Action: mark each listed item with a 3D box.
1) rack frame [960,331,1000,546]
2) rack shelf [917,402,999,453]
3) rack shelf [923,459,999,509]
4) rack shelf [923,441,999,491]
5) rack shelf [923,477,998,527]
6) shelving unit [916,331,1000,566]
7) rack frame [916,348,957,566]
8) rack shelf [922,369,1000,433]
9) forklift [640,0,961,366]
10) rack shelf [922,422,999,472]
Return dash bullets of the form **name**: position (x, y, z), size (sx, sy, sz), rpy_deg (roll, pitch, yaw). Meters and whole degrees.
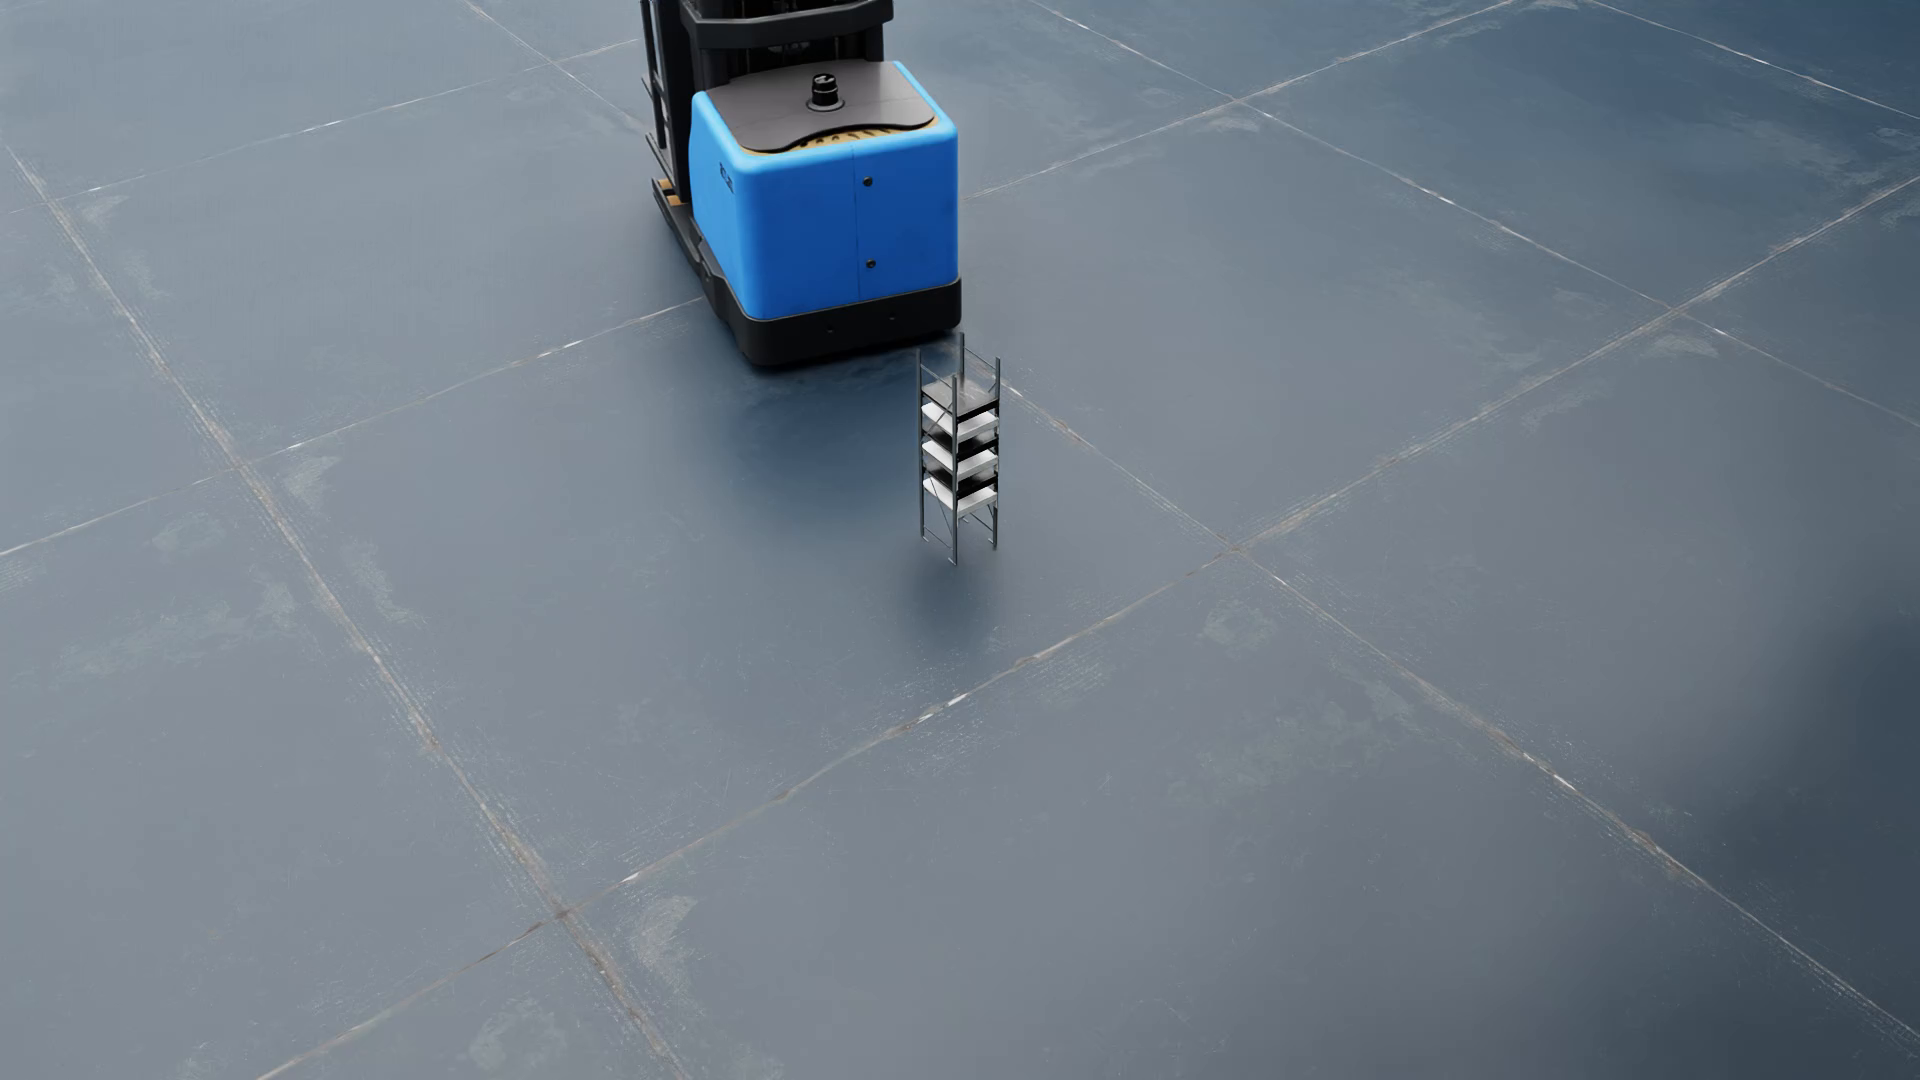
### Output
- **rack frame**: position (0.074, -0.384, 6.509), size (0.006, 0.900, 0.240), rpy_deg (-26, 46, -28)
- **rack shelf**: position (-0.006, -0.458, 6.368), size (0.200, 0.077, 0.258), rpy_deg (-26, 46, -28)
- **rack shelf**: position (-0.006, -0.249, 6.539), size (0.200, 0.077, 0.258), rpy_deg (-26, 46, -28)
- **rack shelf**: position (-0.006, -0.319, 6.482), size (0.200, 0.077, 0.258), rpy_deg (-26, 46, -28)
- **rack shelf**: position (-0.006, -0.180, 6.596), size (0.200, 0.077, 0.258), rpy_deg (-26, 46, -28)
- **shelving unit**: position (-0.006, -0.345, 6.461), size (0.210, 0.900, 0.258), rpy_deg (-26, 46, -28)
- **rack frame**: position (-0.087, -0.305, 6.413), size (0.006, 0.900, 0.240), rpy_deg (-26, 46, -28)
- **rack shelf**: position (-0.006, -0.528, 6.311), size (0.200, 0.077, 0.258), rpy_deg (-26, 46, -28)
- **forklift**: position (-0.998, -2.870, 7.937), size (1.130, 2.935, 3.031), rpy_deg (-14, 41, -16)
- **rack shelf**: position (-0.006, -0.389, 6.425), size (0.200, 0.077, 0.258), rpy_deg (-26, 46, -28)
